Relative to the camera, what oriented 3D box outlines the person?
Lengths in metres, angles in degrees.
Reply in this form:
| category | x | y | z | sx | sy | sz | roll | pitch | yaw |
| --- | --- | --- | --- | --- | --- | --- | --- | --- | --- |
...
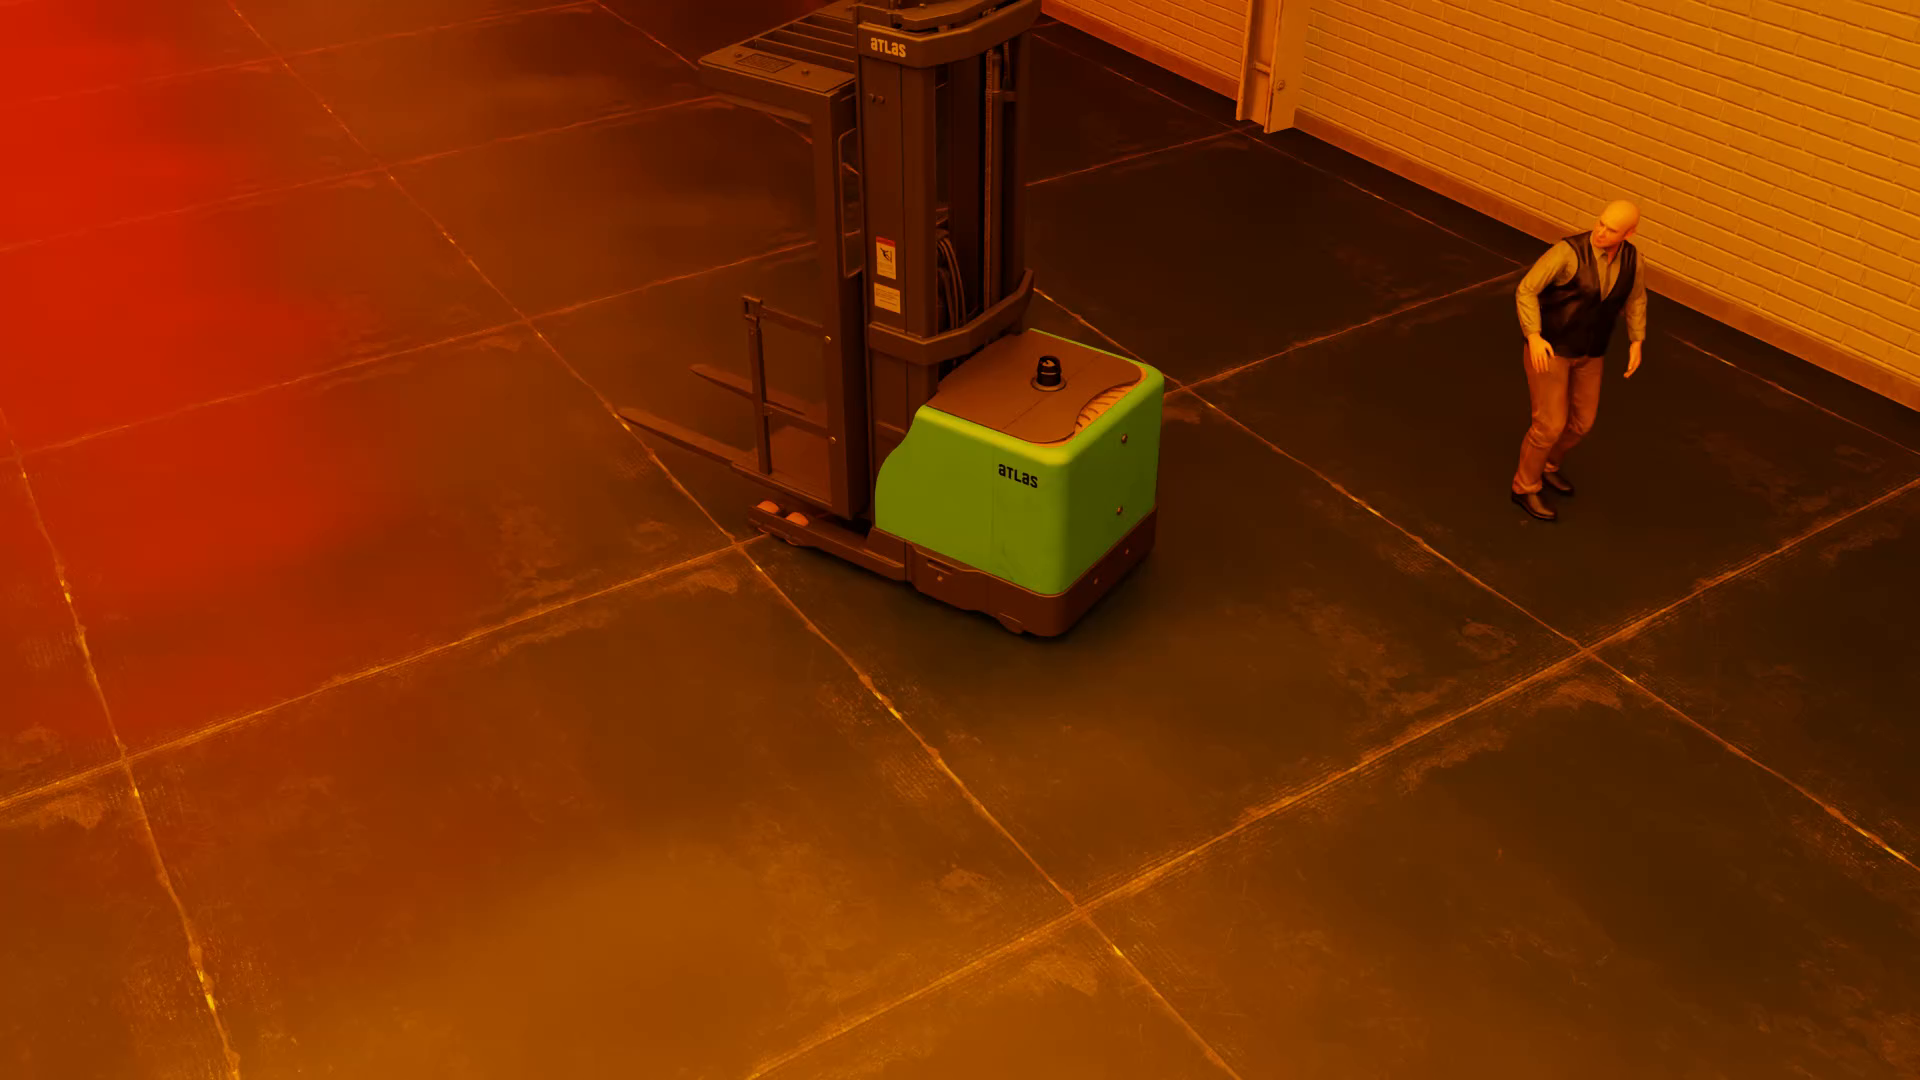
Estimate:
| category | x | y | z | sx | sy | sz | roll | pitch | yaw |
| --- | --- | --- | --- | --- | --- | --- | --- | --- | --- |
| person | 3.167 | -0.982 | 8.599 | 0.545 | 1.725 | 0.370 | -11 | 37 | -15 |

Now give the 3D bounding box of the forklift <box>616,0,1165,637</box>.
| category | x | y | z | sx | sy | sz | roll | pitch | yaw |
| --- | --- | --- | --- | --- | --- | --- | --- | --- | --- |
| forklift | -0.500 | -1.399 | 8.138 | 3.031 | 2.935 | 1.130 | 22 | 41 | 28 |
